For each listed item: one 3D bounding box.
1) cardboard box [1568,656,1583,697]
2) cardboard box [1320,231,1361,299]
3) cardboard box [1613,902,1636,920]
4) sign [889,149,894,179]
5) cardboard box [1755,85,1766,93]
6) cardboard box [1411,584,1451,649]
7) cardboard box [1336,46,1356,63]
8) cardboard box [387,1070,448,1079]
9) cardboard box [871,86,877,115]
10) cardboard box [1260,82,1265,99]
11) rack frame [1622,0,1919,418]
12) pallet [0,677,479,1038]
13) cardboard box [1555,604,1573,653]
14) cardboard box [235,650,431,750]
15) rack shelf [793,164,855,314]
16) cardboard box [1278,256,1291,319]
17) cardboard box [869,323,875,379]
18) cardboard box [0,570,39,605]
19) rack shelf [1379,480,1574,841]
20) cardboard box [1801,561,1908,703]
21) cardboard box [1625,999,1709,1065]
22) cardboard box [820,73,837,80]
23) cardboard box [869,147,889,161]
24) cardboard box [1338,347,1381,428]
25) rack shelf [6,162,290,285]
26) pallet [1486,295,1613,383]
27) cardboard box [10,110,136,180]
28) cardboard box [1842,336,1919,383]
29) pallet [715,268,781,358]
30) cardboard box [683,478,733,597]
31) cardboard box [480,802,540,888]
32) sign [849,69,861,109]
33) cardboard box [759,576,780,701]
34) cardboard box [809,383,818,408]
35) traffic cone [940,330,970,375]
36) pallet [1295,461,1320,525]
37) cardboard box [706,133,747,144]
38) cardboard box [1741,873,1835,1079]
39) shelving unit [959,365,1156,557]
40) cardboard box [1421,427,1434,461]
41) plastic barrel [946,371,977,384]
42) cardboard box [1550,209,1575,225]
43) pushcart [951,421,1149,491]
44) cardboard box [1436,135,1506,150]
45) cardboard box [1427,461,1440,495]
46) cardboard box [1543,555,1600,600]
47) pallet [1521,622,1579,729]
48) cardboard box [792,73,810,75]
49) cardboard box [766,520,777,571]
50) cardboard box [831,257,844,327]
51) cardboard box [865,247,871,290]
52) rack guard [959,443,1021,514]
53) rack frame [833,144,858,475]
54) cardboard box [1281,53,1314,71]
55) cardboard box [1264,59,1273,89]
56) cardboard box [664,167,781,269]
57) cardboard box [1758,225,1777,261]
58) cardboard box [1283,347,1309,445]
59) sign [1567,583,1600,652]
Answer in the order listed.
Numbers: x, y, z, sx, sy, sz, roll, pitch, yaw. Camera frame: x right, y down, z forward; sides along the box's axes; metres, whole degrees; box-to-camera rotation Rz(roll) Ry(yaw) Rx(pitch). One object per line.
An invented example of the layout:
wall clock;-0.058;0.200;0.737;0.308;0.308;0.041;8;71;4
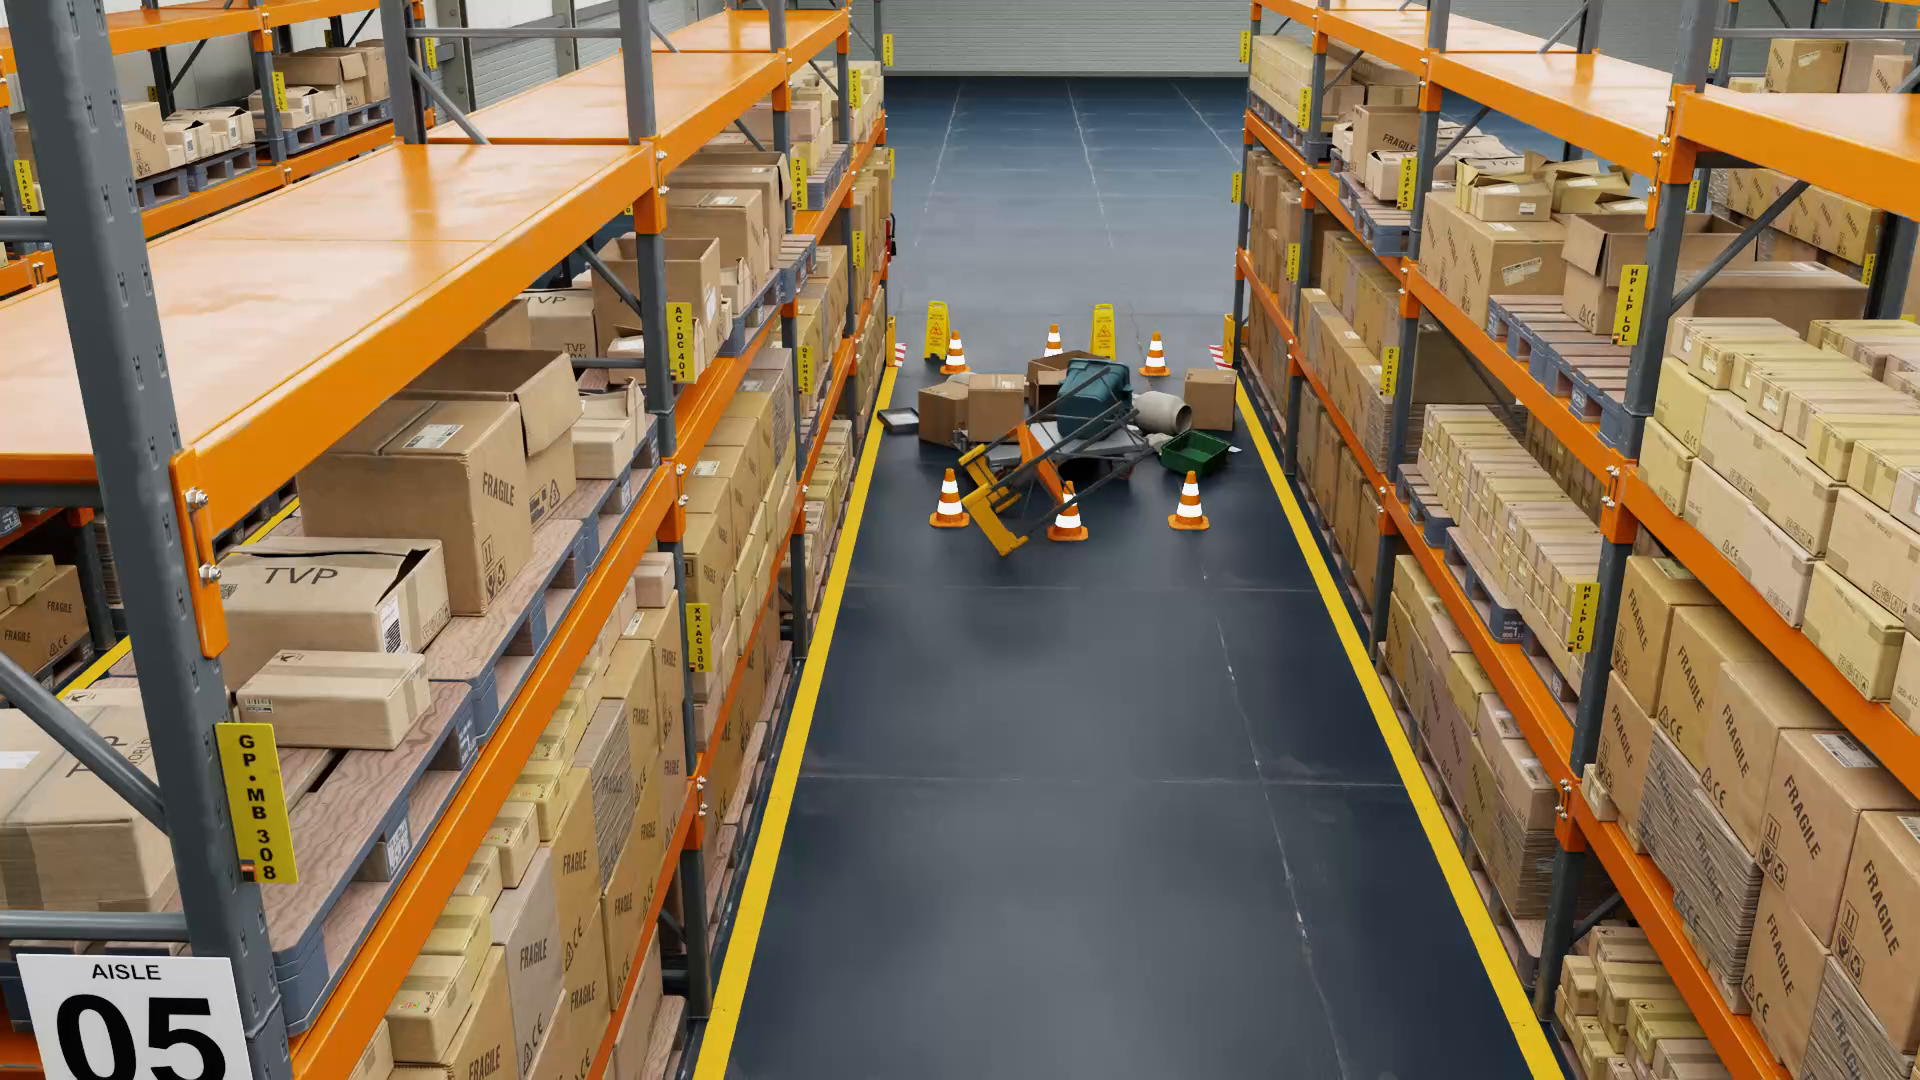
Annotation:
cardboard box;3.071;0.657;7.748;0.380;0.149;0.250;0;21;0
cardboard box;3.491;-2.344;14.196;0.700;0.500;0.500;0;21;1
cardboard box;3.544;1.587;8.461;0.500;0.500;0.500;1;21;4
sign;-0.775;-4.149;18.331;0.100;0.325;0.005;1;21;2
cardboard box;8.268;-4.500;16.784;0.380;0.149;0.250;1;21;4
cardboard box;3.100;0.485;10.263;0.500;0.250;0.500;0;21;1
cardboard box;3.912;-4.767;16.342;0.380;0.149;0.250;0;21;1
cardboard box;-1.516;1.627;3.962;0.500;0.500;0.500;0;21;0
cardboard box;-1.103;-4.385;16.626;0.500;0.250;0.500;1;21;3
cardboard box;3.269;-4.586;16.977;0.380;0.149;0.250;1;21;2
rack frame;3.257;-1.915;6.318;1.000;3.000;0.127;1;21;2
pallet;-1.803;0.685;3.887;1.003;0.211;1.213;1;21;2
cardboard box;3.078;0.423;7.941;0.380;0.149;0.250;1;21;2
cardboard box;-1.553;0.395;4.138;0.380;0.149;0.250;1;21;4
rack shelf;-1.511;-2.369;12.628;1.077;0.370;4.000;1;21;2
cardboard box;3.494;-2.413;15.688;0.875;0.550;0.550;1;21;2
cardboard box;-1.141;-1.884;16.714;0.500;0.500;0.500;2;21;4
cardboard box;-6.273;0.312;10.850;0.380;0.149;0.250;0;21;-1
rack shelf;3.318;0.494;9.397;1.077;0.370;4.000;1;21;2
cardboard box;2.918;0.276;5.025;0.500;0.250;0.500;2;21;4
cardboard box;3.013;2.051;6.928;0.380;0.149;0.250;0;21;1
cardboard box;-1.188;-4.543;16.483;0.380;0.149;0.250;0;21;0
cardboard box;-1.126;-3.939;17.897;0.700;0.500;0.500;0;21;0
cardboard box;3.156;-1.138;12.471;0.500;0.500;0.500;0;21;1
rack shelf;-6.473;-2.422;12.765;1.077;0.370;4.000;1;21;2
pallet;3.411;-1.026;8.433;1.213;0.211;1.003;1;21;2
cardboard box;-6.353;-2.766;11.801;0.700;0.500;0.500;0;21;1
cardboard box;3.523;-0.654;6.179;0.380;0.149;0.250;1;21;3
pallet;-1.570;-1.255;9.025;1.003;0.211;1.213;2;21;4
cardboard box;-1.405;0.011;8.127;0.500;0.500;0.500;1;21;1
cardboard box;-1.474;0.901;4.937;0.380;0.149;0.250;1;21;2
sign;-0.896;-3.847;14.185;0.100;0.325;0.005;1;21;2
cardboard box;-1.676;0.461;10.844;0.875;0.875;0.875;0;21;1
cardboard box;-1.251;-1.076;12.216;0.380;0.149;0.250;1;21;2
traffic cone;-0.053;-2.123;18.653;0.336;0.463;0.334;1;21;2
pallet;3.552;-0.431;14.641;1.003;0.211;1.213;1;21;2
cardboard box;-1.877;-2.981;12.837;0.500;0.250;0.500;0;21;1
cardboard box;2.944;1.428;5.447;0.500;0.500;0.500;2;21;4
shelving unit;0.783;-0.681;13.714;1.500;0.587;1.083;-33;19;11
cardboard box;3.163;-0.609;10.602;0.380;0.149;0.250;2;21;4
plastic barrel;0.122;-1.510;17.130;0.512;0.421;0.421;18;27;38
cardboard box;3.613;-1.619;9.564;0.500;0.500;0.500;1;21;2
pushcart;0.830;-0.799;15.361;1.648;0.377;0.936;-7;22;-17
cardboard box;3.651;-2.790;12.124;0.500;0.311;0.500;0;21;1
cardboard box;3.155;-0.387;10.439;0.380;0.149;0.250;2;21;4
cardboard box;3.091;0.188;8.136;0.380;0.149;0.250;0;21;0
pallet;3.426;0.696;8.146;1.003;0.211;1.213;1;21;2
cardboard box;-1.688;-4.547;16.492;0.380;0.149;0.250;1;21;3
cardboard box;-1.359;0.040;9.780;0.500;0.250;0.500;0;21;1
cardboard box;-1.249;-2.061;13.857;0.500;0.500;0.500;1;21;2
cardboard box;-1.138;-2.733;16.170;0.500;0.500;0.500;0;21;1
rack guard;0.259;-0.528;14.298;0.250;0.587;0.087;-33;19;11
rack frame;-1.451;-2.029;14.904;1.000;3.000;0.127;1;21;2
cardboard box;3.232;-4.498;15.649;0.380;0.149;0.250;0;21;1
cardboard box;3.322;-4.629;16.536;0.500;0.250;0.500;0;21;1
cardboard box;-1.412;-1.863;9.612;0.700;0.500;0.500;0;21;-1
cardboard box;8.579;-2.990;16.833;0.875;0.500;0.500;1;21;2
cardboard box;3.589;-1.443;15.751;0.875;0.875;0.875;1;21;2
sign;2.702;0.337;7.206;0.100;0.325;0.005;1;21;2
